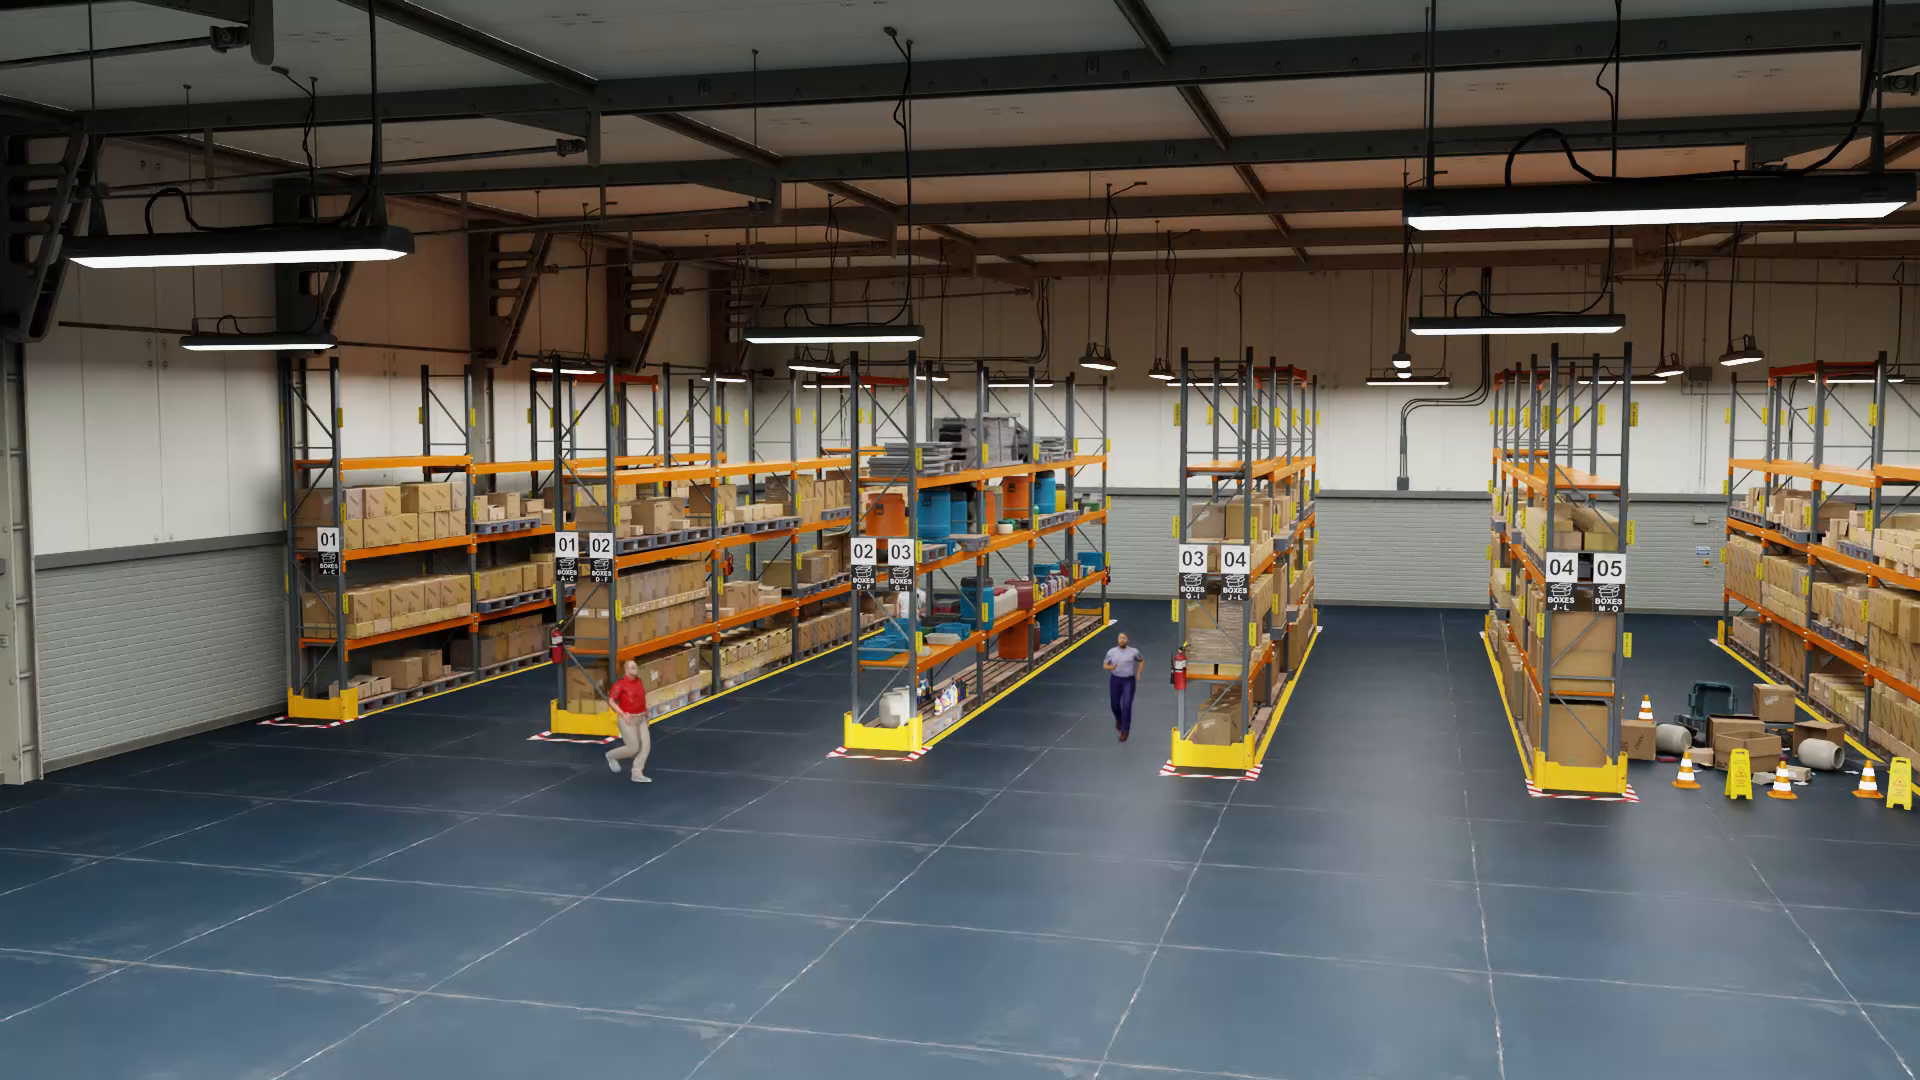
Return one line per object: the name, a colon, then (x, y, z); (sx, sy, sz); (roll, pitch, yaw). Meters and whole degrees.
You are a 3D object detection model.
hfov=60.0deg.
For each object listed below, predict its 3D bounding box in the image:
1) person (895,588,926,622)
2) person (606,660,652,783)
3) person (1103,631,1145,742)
person: (-0.930, 1.505, 32.245); (0.672, 1.715, 0.598); (1, 4, 15)
person: (-4.531, 2.481, 22.865); (0.706, 1.681, 0.680); (2, 5, 30)
person: (2.509, 2.222, 25.617); (0.607, 1.629, 0.941); (1, 4, 15)
